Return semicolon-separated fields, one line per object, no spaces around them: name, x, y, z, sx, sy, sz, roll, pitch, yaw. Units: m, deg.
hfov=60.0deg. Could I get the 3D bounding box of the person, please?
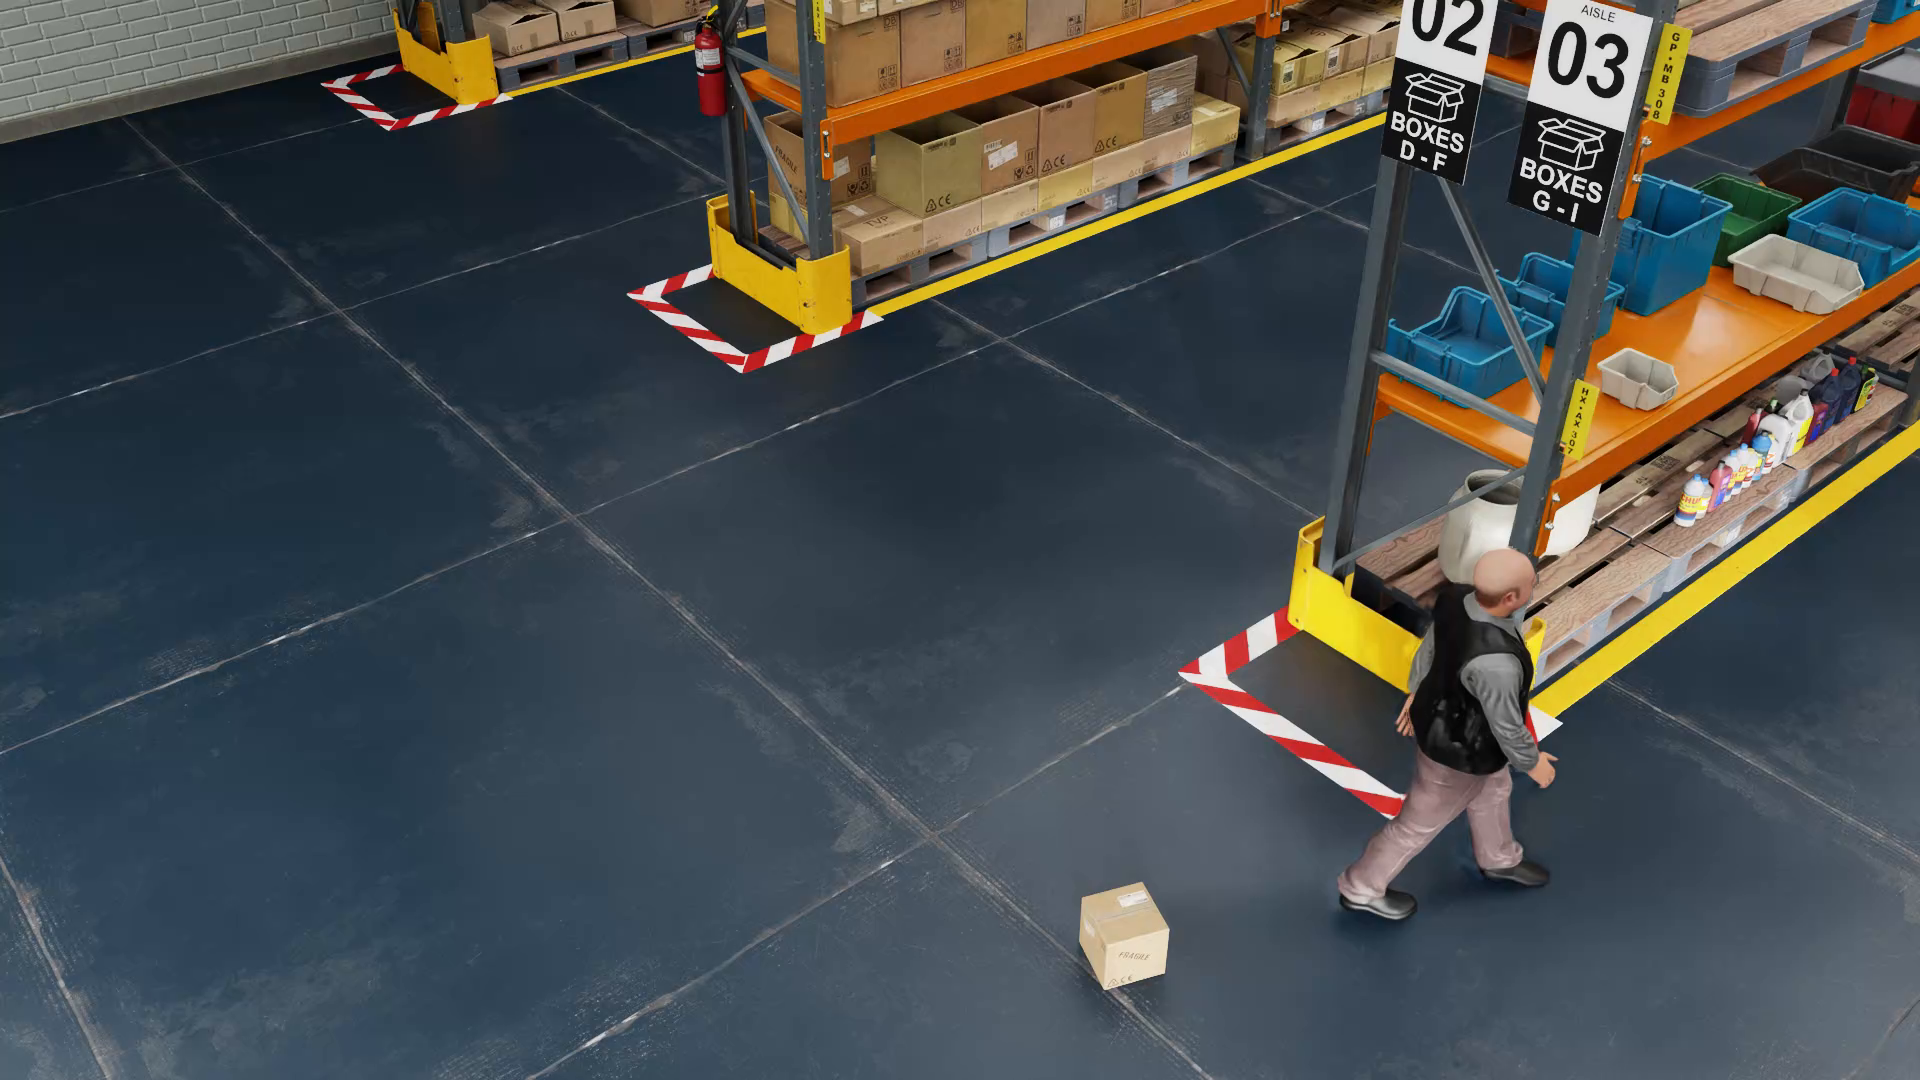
person;1.908;0.738;6.059;0.887;1.712;0.546;2;36;3
